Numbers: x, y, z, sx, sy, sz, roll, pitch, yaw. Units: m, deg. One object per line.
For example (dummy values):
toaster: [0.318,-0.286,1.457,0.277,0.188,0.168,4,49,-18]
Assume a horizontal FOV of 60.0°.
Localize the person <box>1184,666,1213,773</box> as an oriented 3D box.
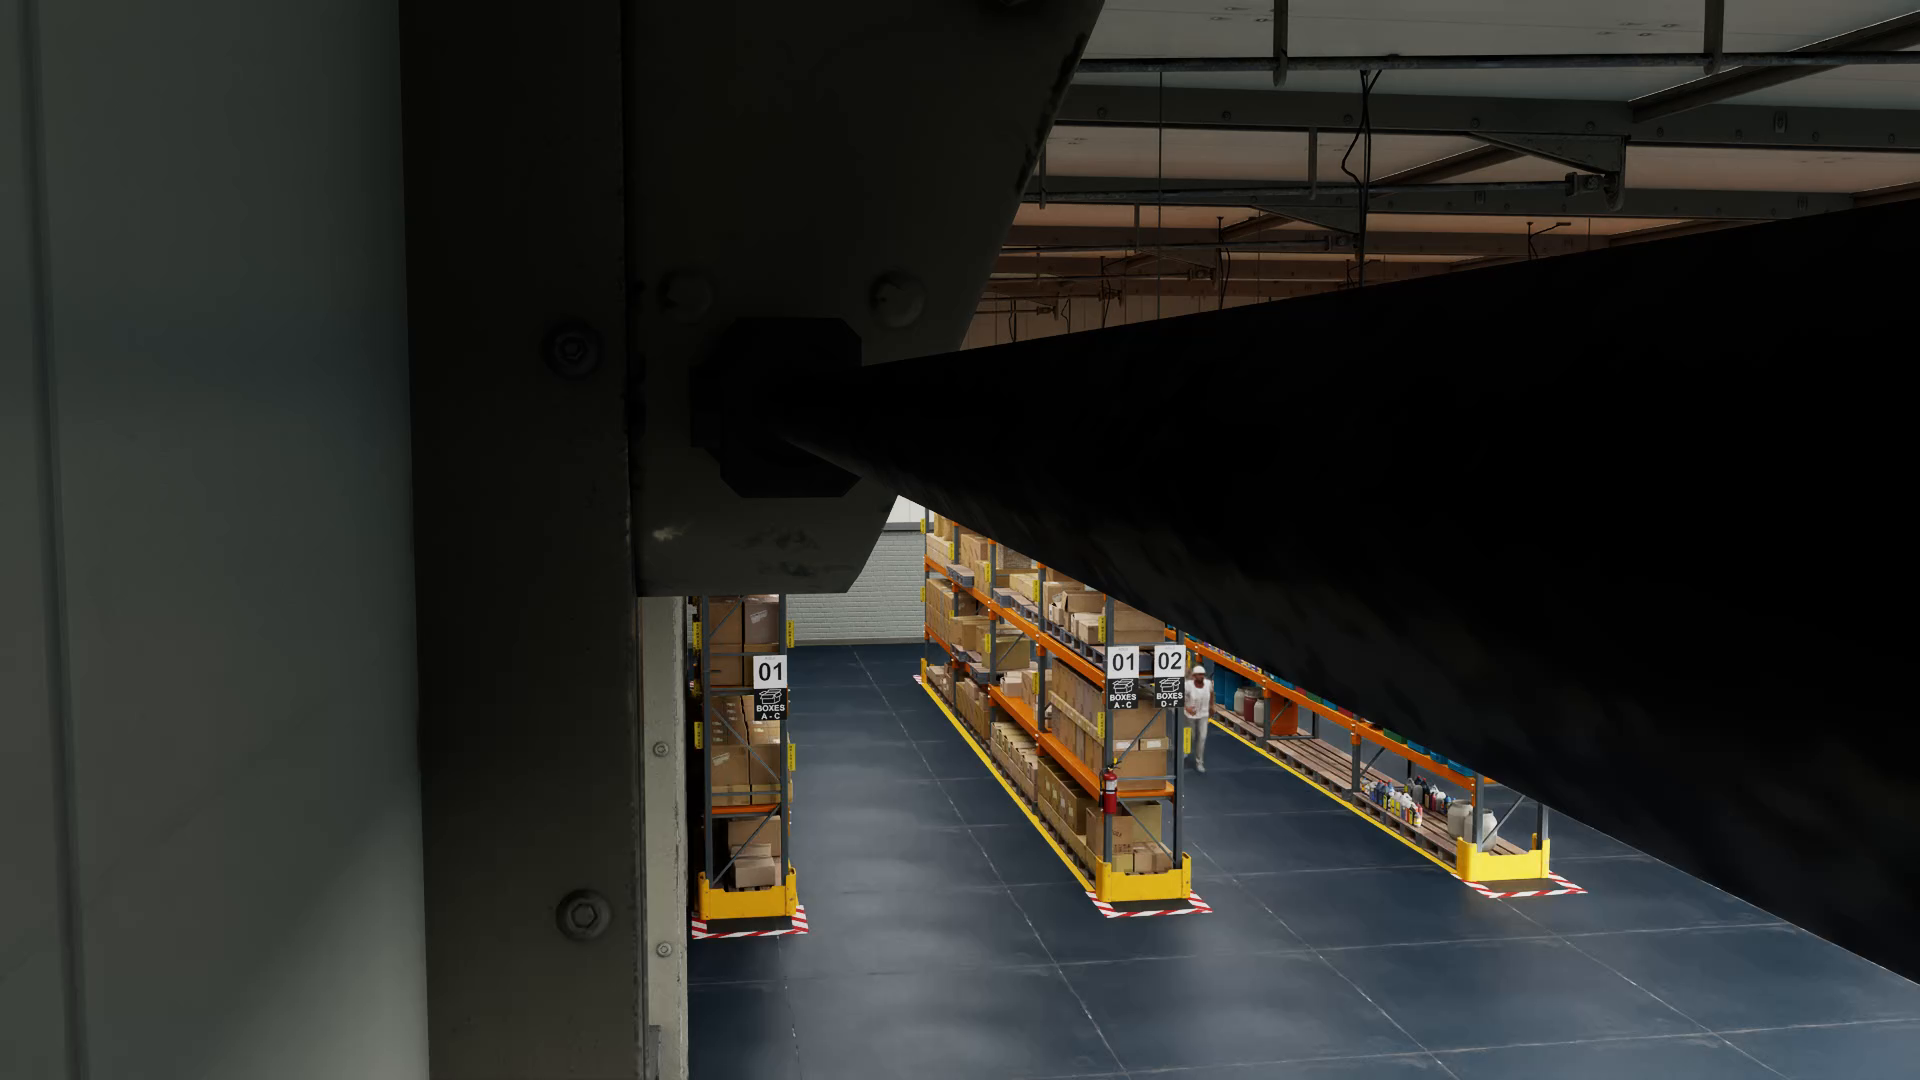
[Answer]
person: [3.987,2.985,28.149,0.725,1.755,0.983,-1,5,-14]
